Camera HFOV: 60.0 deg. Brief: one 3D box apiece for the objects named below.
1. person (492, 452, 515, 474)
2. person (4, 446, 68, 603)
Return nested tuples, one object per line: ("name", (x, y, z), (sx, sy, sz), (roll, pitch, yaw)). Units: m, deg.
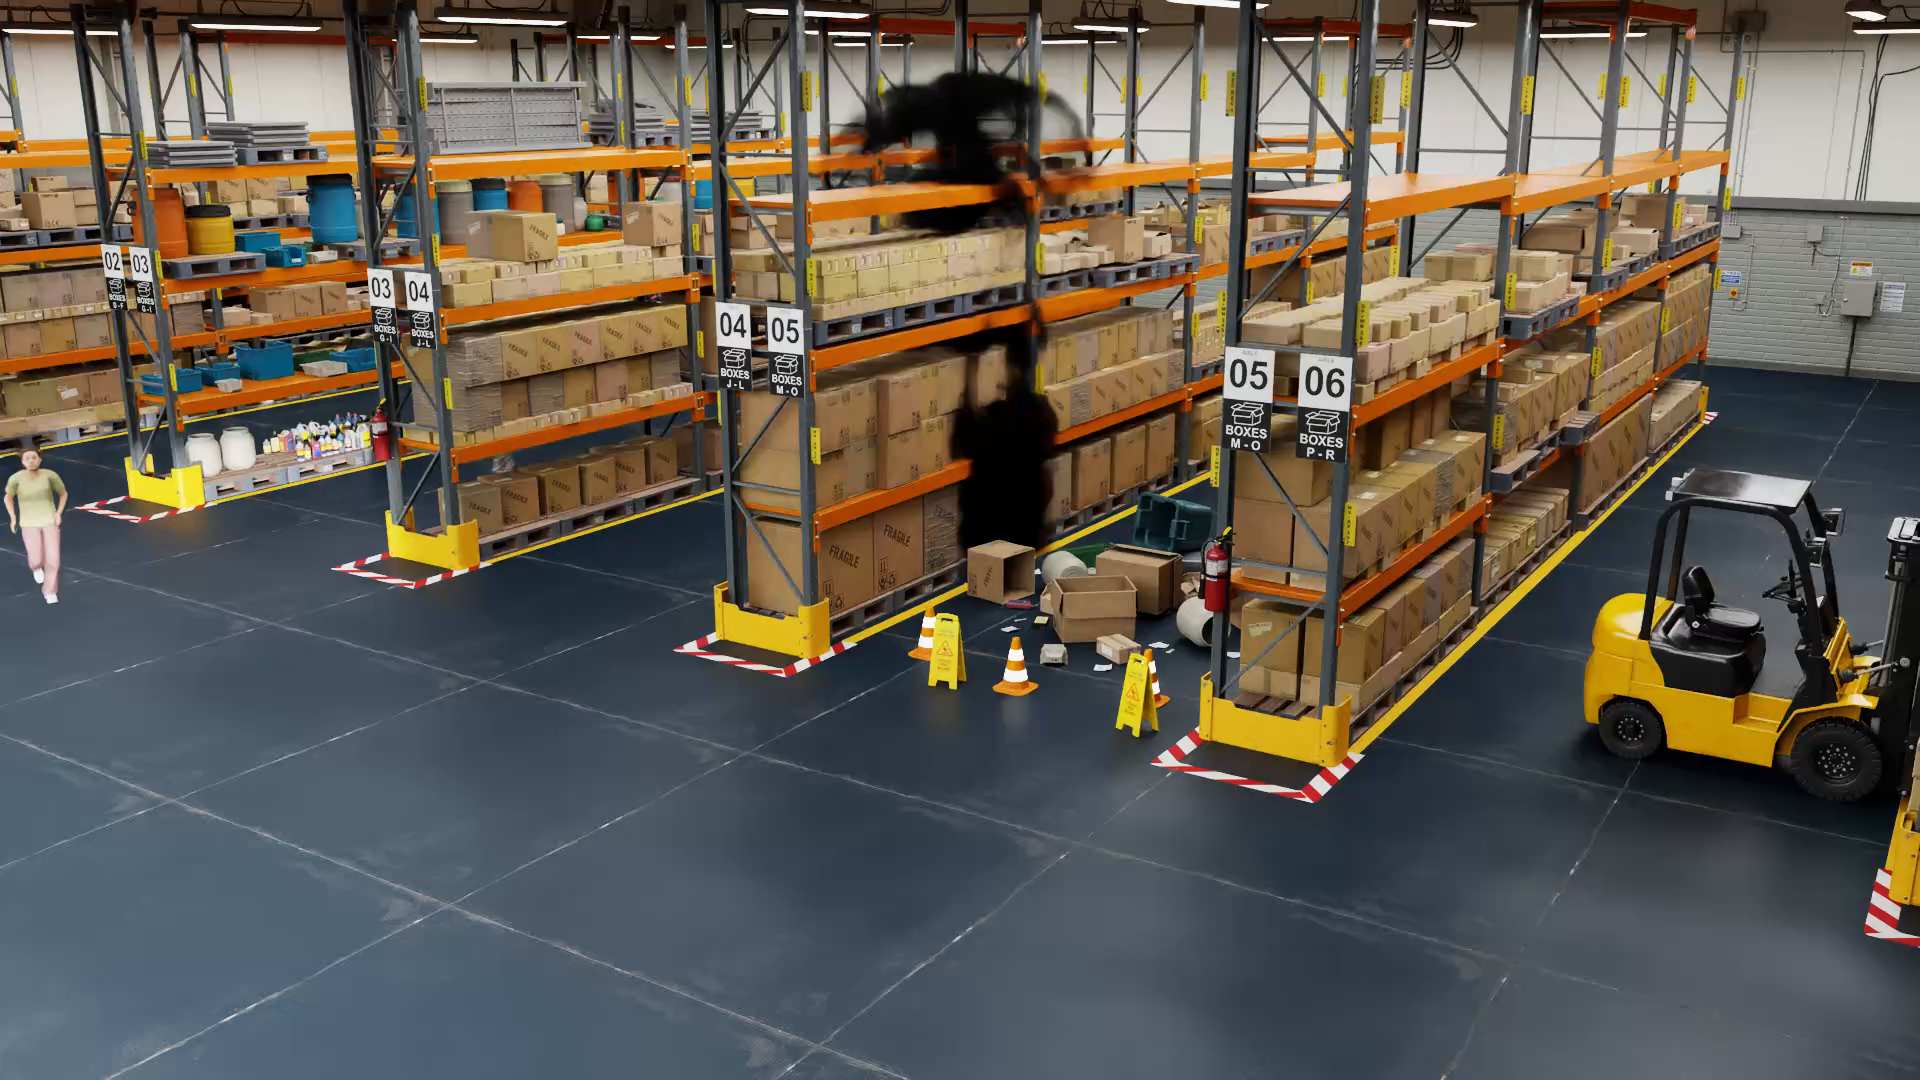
("person", (-6.051, -1.627, 21.666), (0.662, 1.823, 0.840), (4, 16, 14))
("person", (-9.331, -0.177, 16.869), (0.568, 1.616, 0.587), (-9, 18, -29))
